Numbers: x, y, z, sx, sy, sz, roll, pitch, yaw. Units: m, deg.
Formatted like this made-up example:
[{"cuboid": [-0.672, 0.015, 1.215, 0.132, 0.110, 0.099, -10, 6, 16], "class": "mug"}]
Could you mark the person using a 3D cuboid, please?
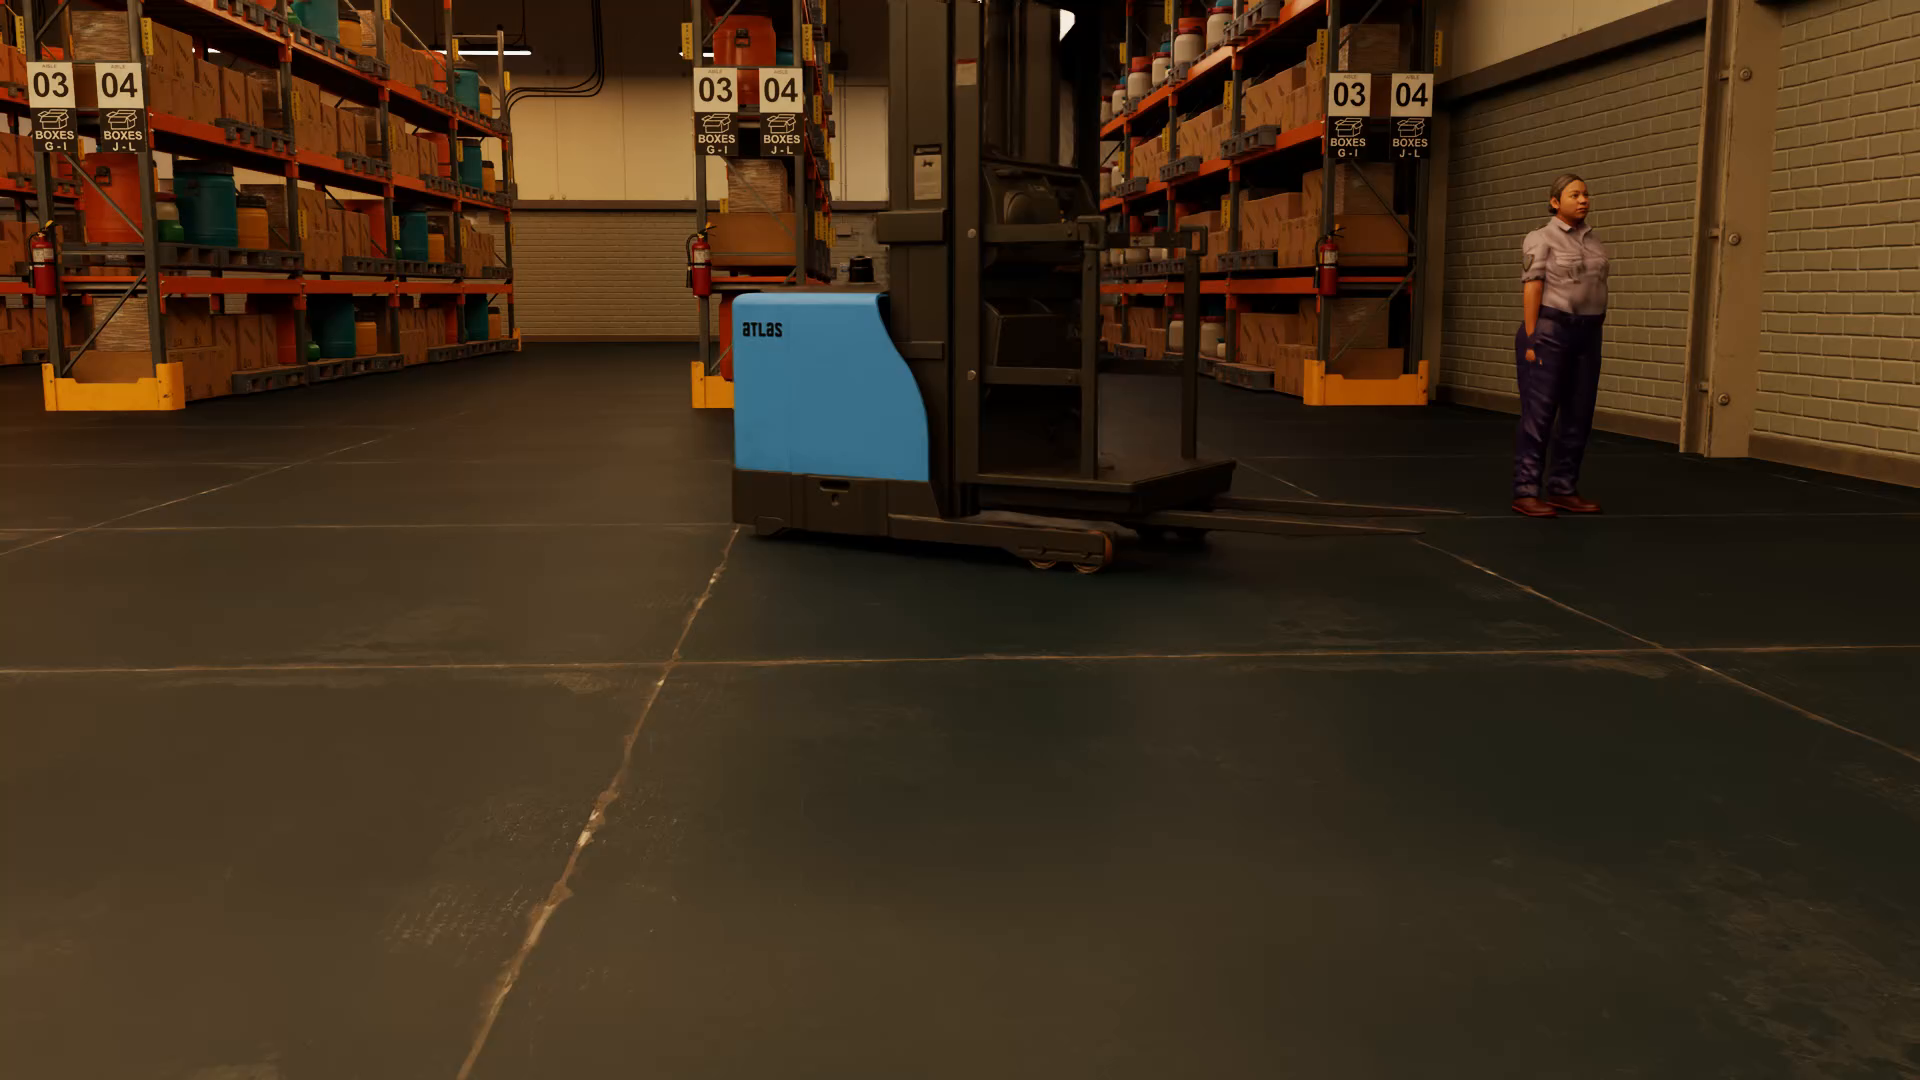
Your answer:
[{"cuboid": [2.943, -0.945, 8.133, 0.485, 1.638, 0.363, -4, 10, -27], "class": "person"}]

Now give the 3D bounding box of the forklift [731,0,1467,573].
[{"cuboid": [0.520, -1.410, 6.826, 3.031, 2.935, 1.130, 5, 10, 30], "class": "forklift"}]
